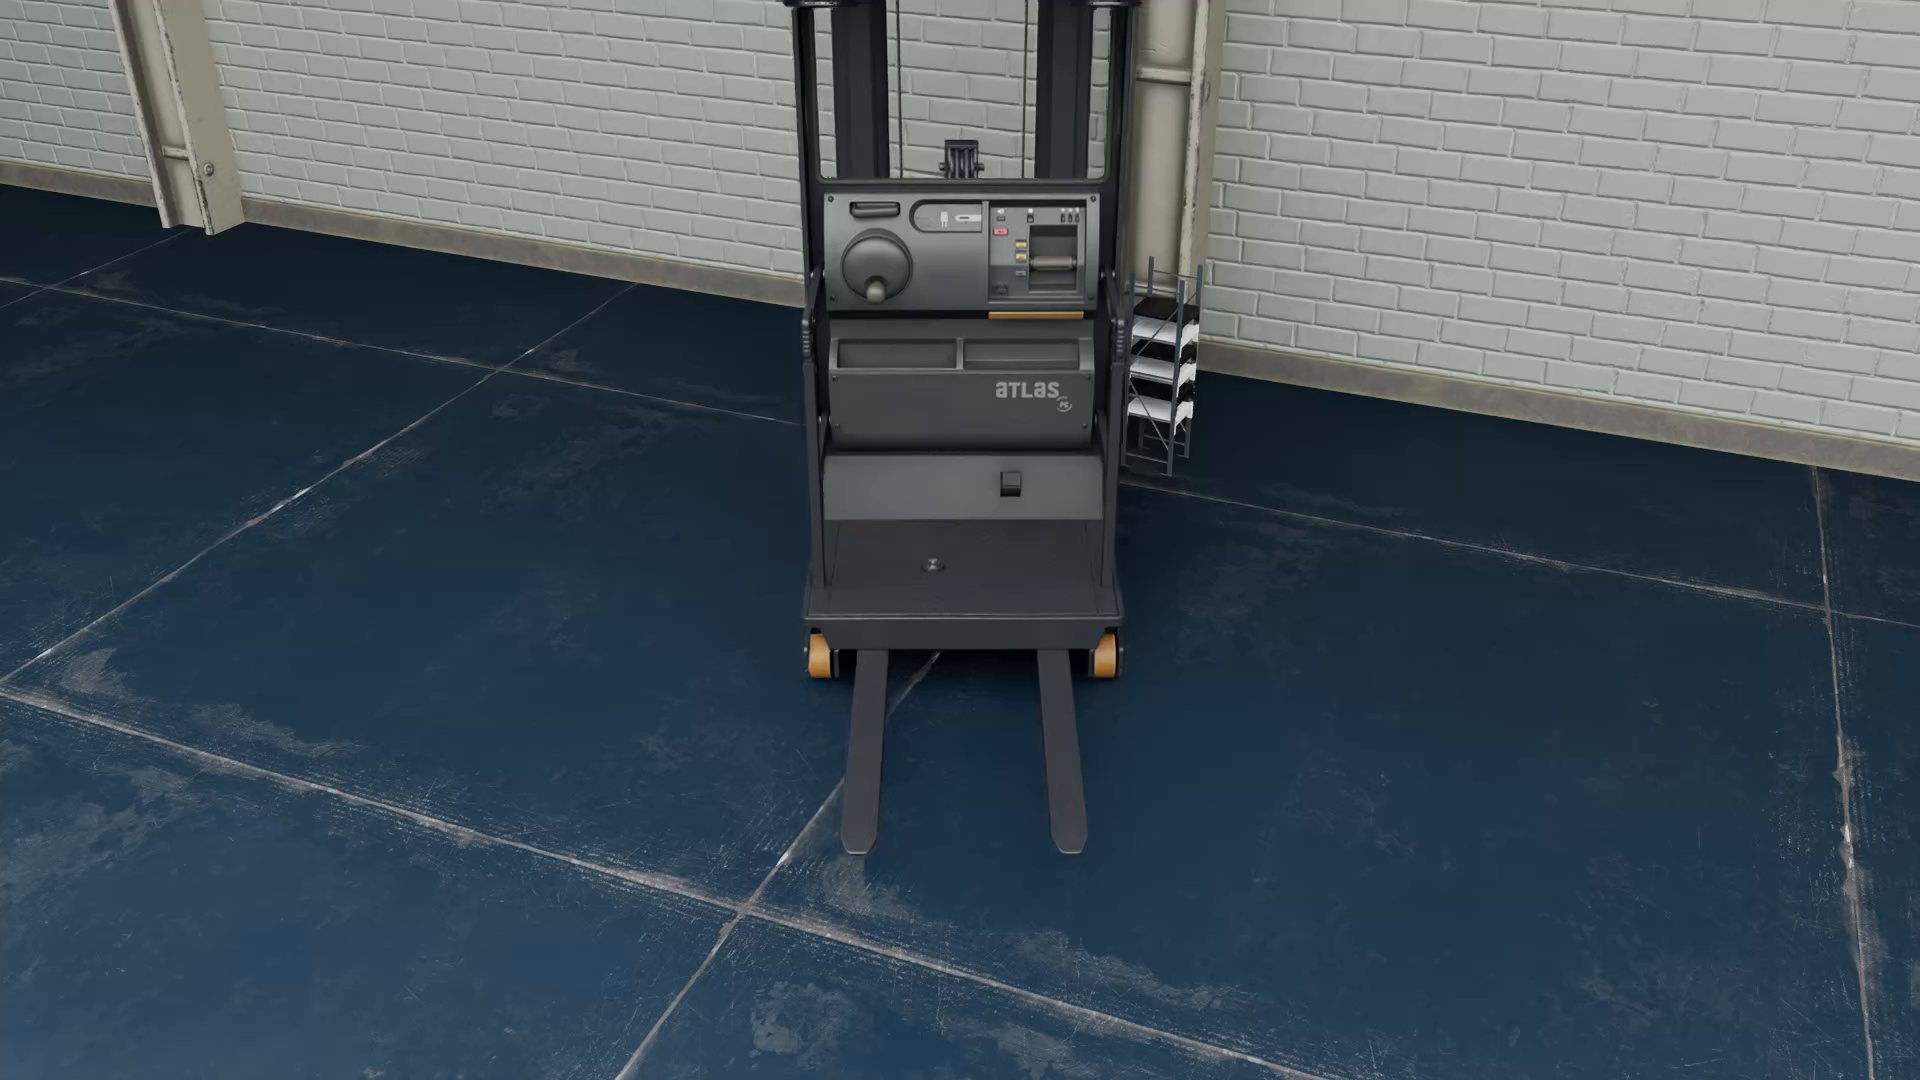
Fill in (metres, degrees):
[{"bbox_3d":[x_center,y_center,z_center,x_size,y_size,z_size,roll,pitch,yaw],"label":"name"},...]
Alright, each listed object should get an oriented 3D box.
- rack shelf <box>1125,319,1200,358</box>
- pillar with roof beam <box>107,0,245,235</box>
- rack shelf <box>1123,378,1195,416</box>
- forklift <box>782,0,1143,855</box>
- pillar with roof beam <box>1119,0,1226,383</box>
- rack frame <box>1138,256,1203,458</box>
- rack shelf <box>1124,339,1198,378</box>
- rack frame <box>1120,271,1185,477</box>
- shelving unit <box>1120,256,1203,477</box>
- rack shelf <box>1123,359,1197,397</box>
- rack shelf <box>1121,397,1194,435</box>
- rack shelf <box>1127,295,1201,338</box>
[{"bbox_3d":[0.862,-0.868,7.073,0.258,0.077,0.200,15,33,24],"label":"rack shelf"},{"bbox_3d":[-6.235,-3.893,4.492,0.400,9.000,9.100,11,31,19],"label":"pillar with roof beam"},{"bbox_3d":[0.862,-0.633,7.206,0.258,0.077,0.200,15,33,24],"label":"rack shelf"},{"bbox_3d":[0.009,-0.937,5.430,1.130,2.935,3.031,0,29,0],"label":"forklift"},{"bbox_3d":[-0.675,-2.783,2.528,0.400,9.000,9.100,11,31,19],"label":"pillar with roof beam"},{"bbox_3d":[0.909,-0.784,7.223,0.240,0.900,0.006,15,33,24],"label":"rack frame"},{"bbox_3d":[0.862,-0.790,7.117,0.258,0.077,0.200,15,33,24],"label":"rack shelf"},{"bbox_3d":[0.814,-0.696,7.067,0.240,0.900,0.006,15,33,24],"label":"rack frame"},{"bbox_3d":[0.862,-0.740,7.145,0.258,0.900,0.210,15,33,24],"label":"shelving unit"},{"bbox_3d":[0.862,-0.711,7.161,0.258,0.077,0.200,15,33,24],"label":"rack shelf"},{"bbox_3d":[0.862,-0.555,7.250,0.258,0.077,0.200,15,33,24],"label":"rack shelf"},{"bbox_3d":[0.862,-0.946,7.029,0.258,0.077,0.200,15,33,24],"label":"rack shelf"}]
